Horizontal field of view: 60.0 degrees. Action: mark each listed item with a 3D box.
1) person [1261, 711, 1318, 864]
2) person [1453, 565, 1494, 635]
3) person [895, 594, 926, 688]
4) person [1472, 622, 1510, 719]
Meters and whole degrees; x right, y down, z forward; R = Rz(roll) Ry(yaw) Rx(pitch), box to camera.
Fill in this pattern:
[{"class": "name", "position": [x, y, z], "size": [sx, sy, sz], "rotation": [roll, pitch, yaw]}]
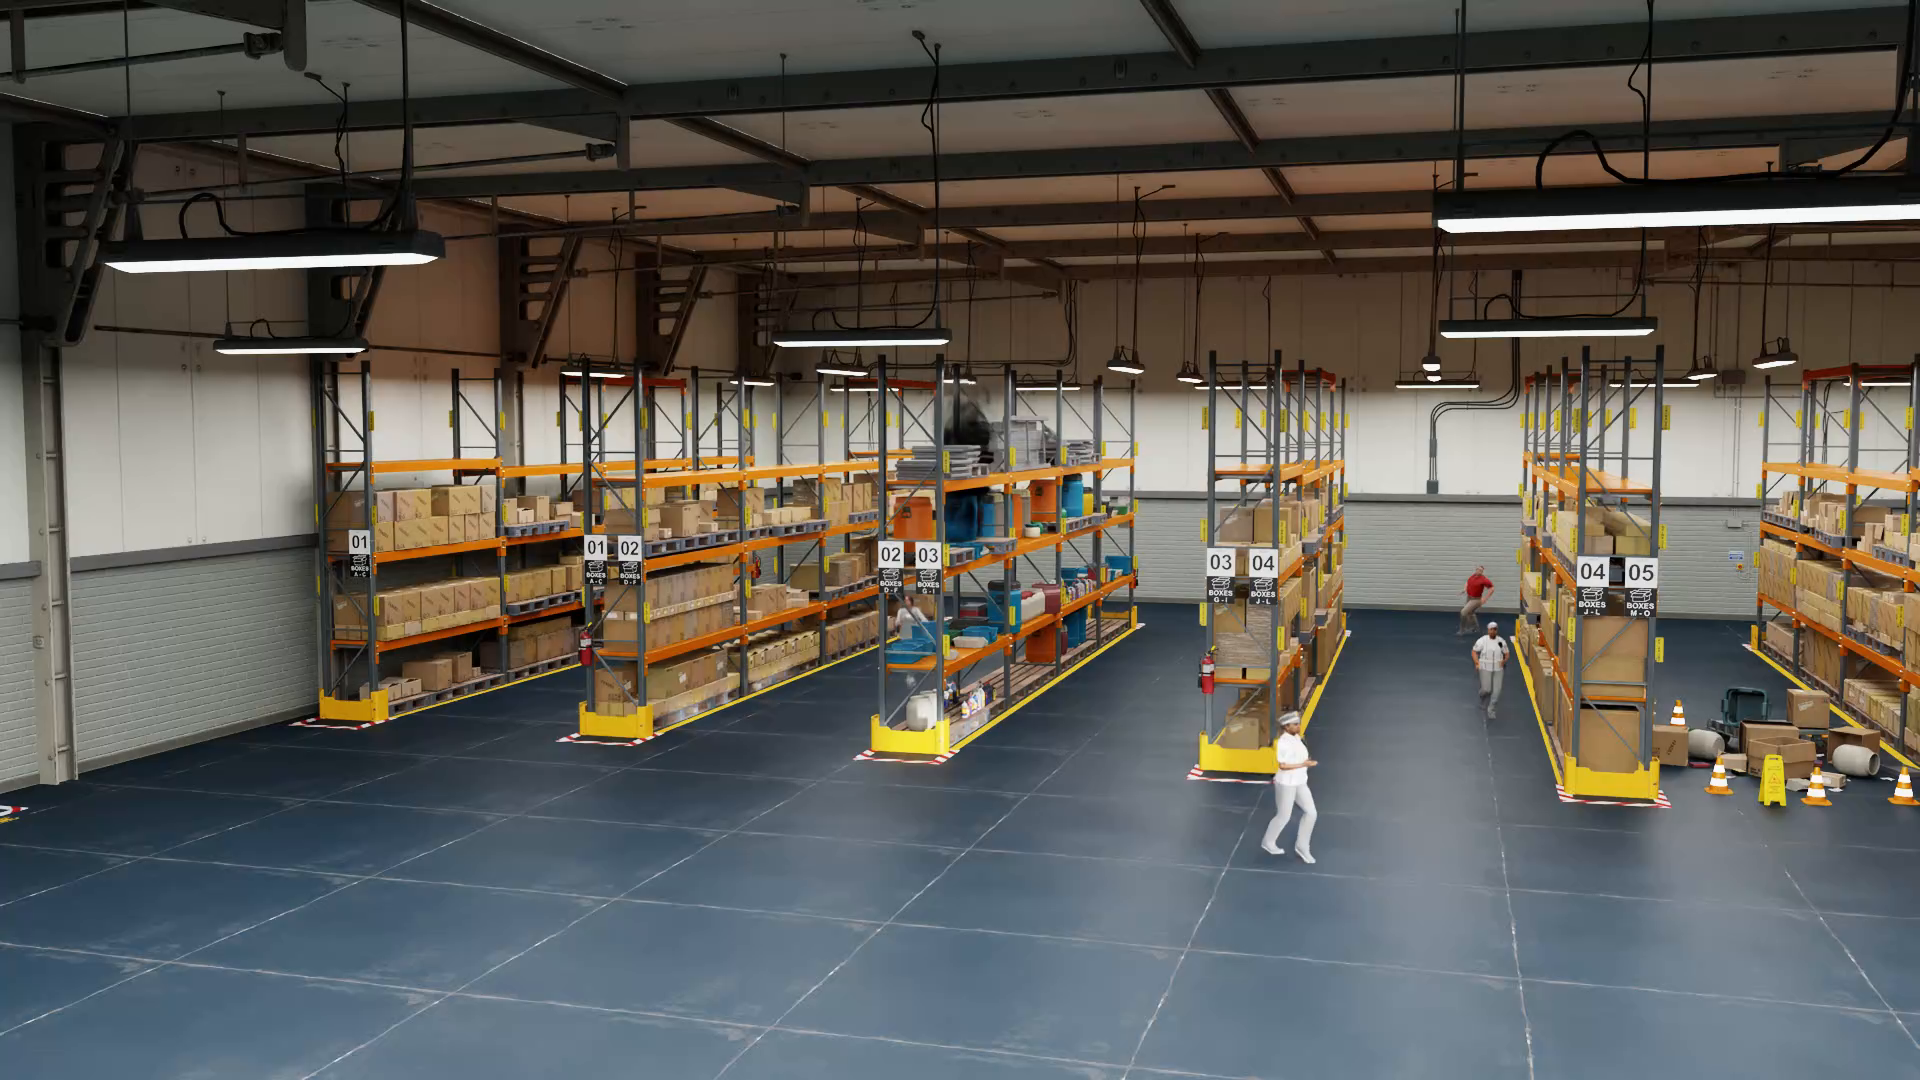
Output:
[{"class": "person", "position": [3.778, 2.808, 18.903], "size": [0.693, 1.756, 0.556], "rotation": [4, 6, 44]}, {"class": "person", "position": [11.953, 1.425, 38.863], "size": [0.785, 1.695, 0.803], "rotation": [0, 4, -5]}, {"class": "person", "position": [-0.915, 1.803, 29.773], "size": [0.517, 1.657, 0.633], "rotation": [1, 4, 13]}, {"class": "person", "position": [8.960, 2.196, 28.032], "size": [0.607, 1.624, 0.547], "rotation": [0, 4, 7]}]
